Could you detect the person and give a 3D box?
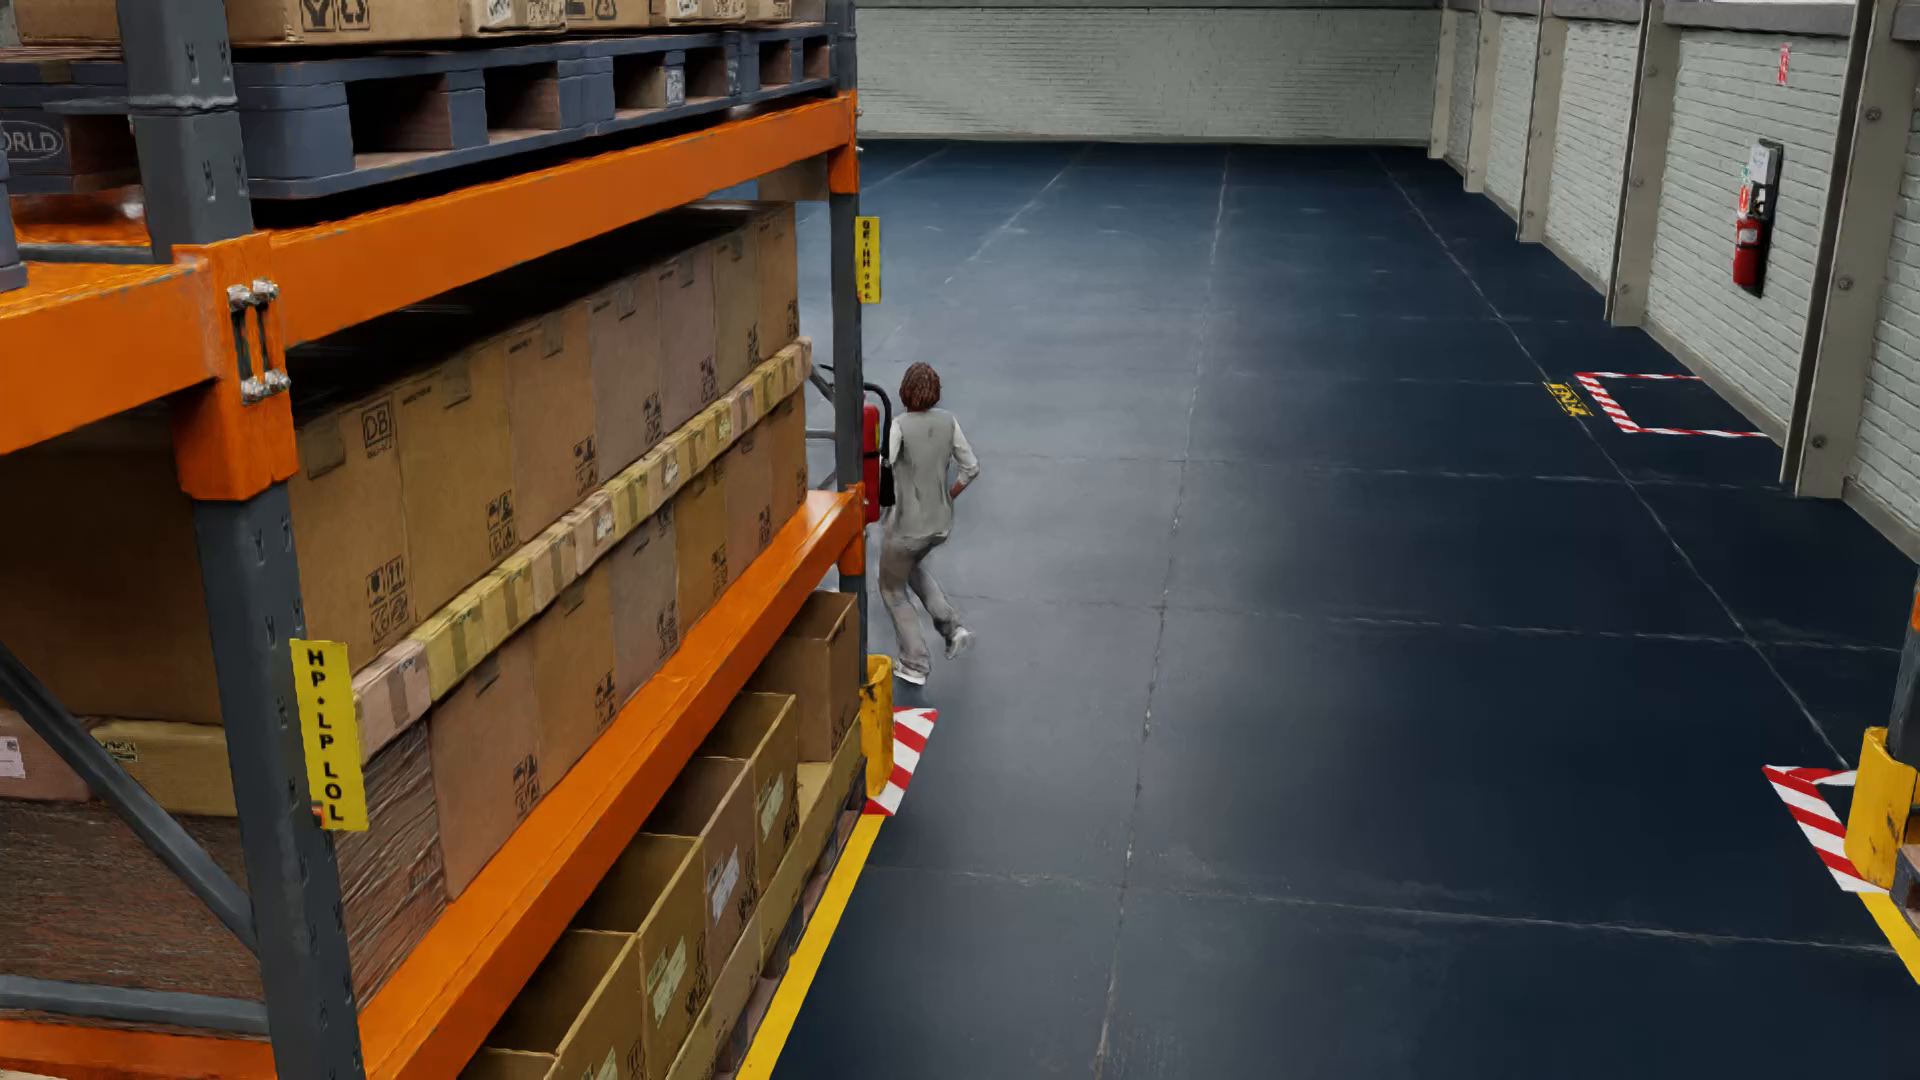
[{"bbox_3d":[-0.246,-0.073,7.853,0.579,1.568,0.442,-17,25,-42],"label":"person"}]
